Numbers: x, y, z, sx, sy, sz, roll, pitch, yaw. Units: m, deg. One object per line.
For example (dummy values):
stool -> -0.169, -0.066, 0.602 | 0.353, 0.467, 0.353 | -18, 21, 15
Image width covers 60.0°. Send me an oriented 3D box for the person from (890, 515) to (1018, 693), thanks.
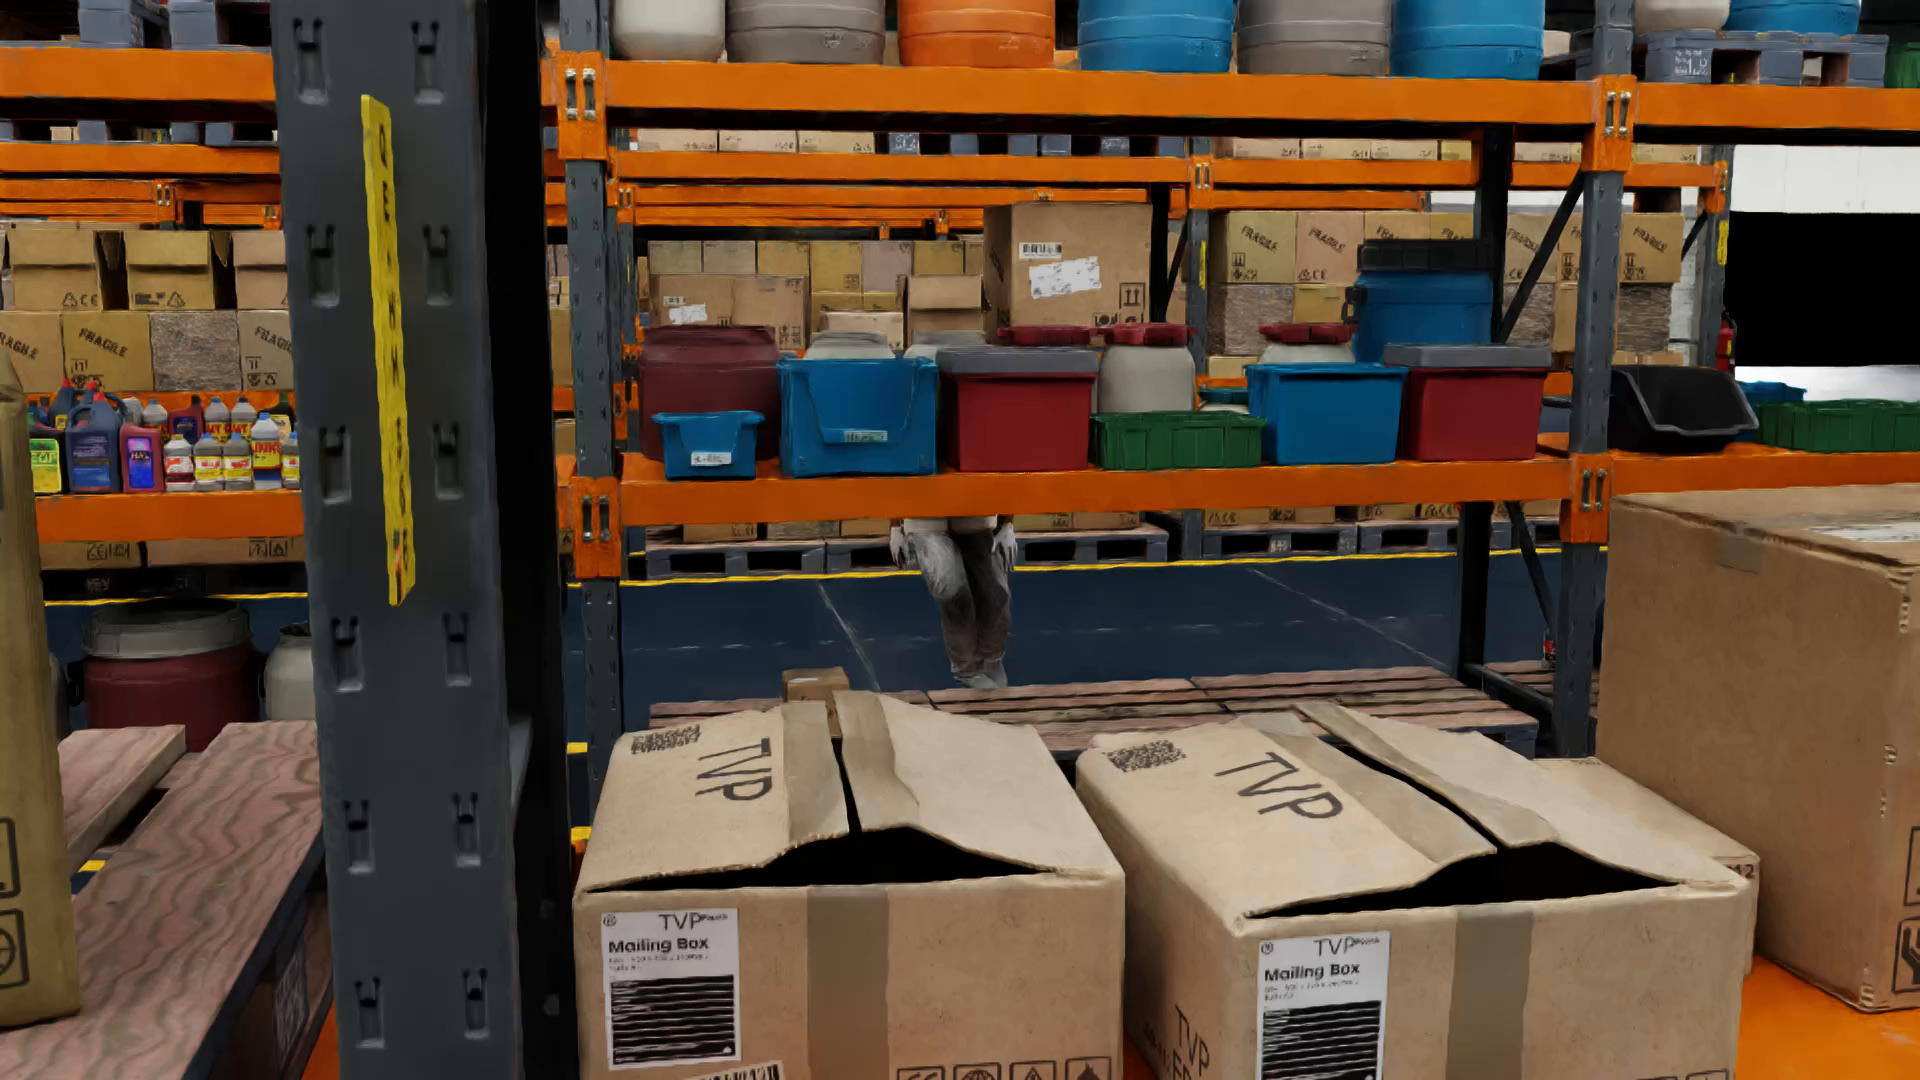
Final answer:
person -> -0.038, -0.055, 7.614 | 0.595, 1.683, 0.729 | 0, 10, -2
